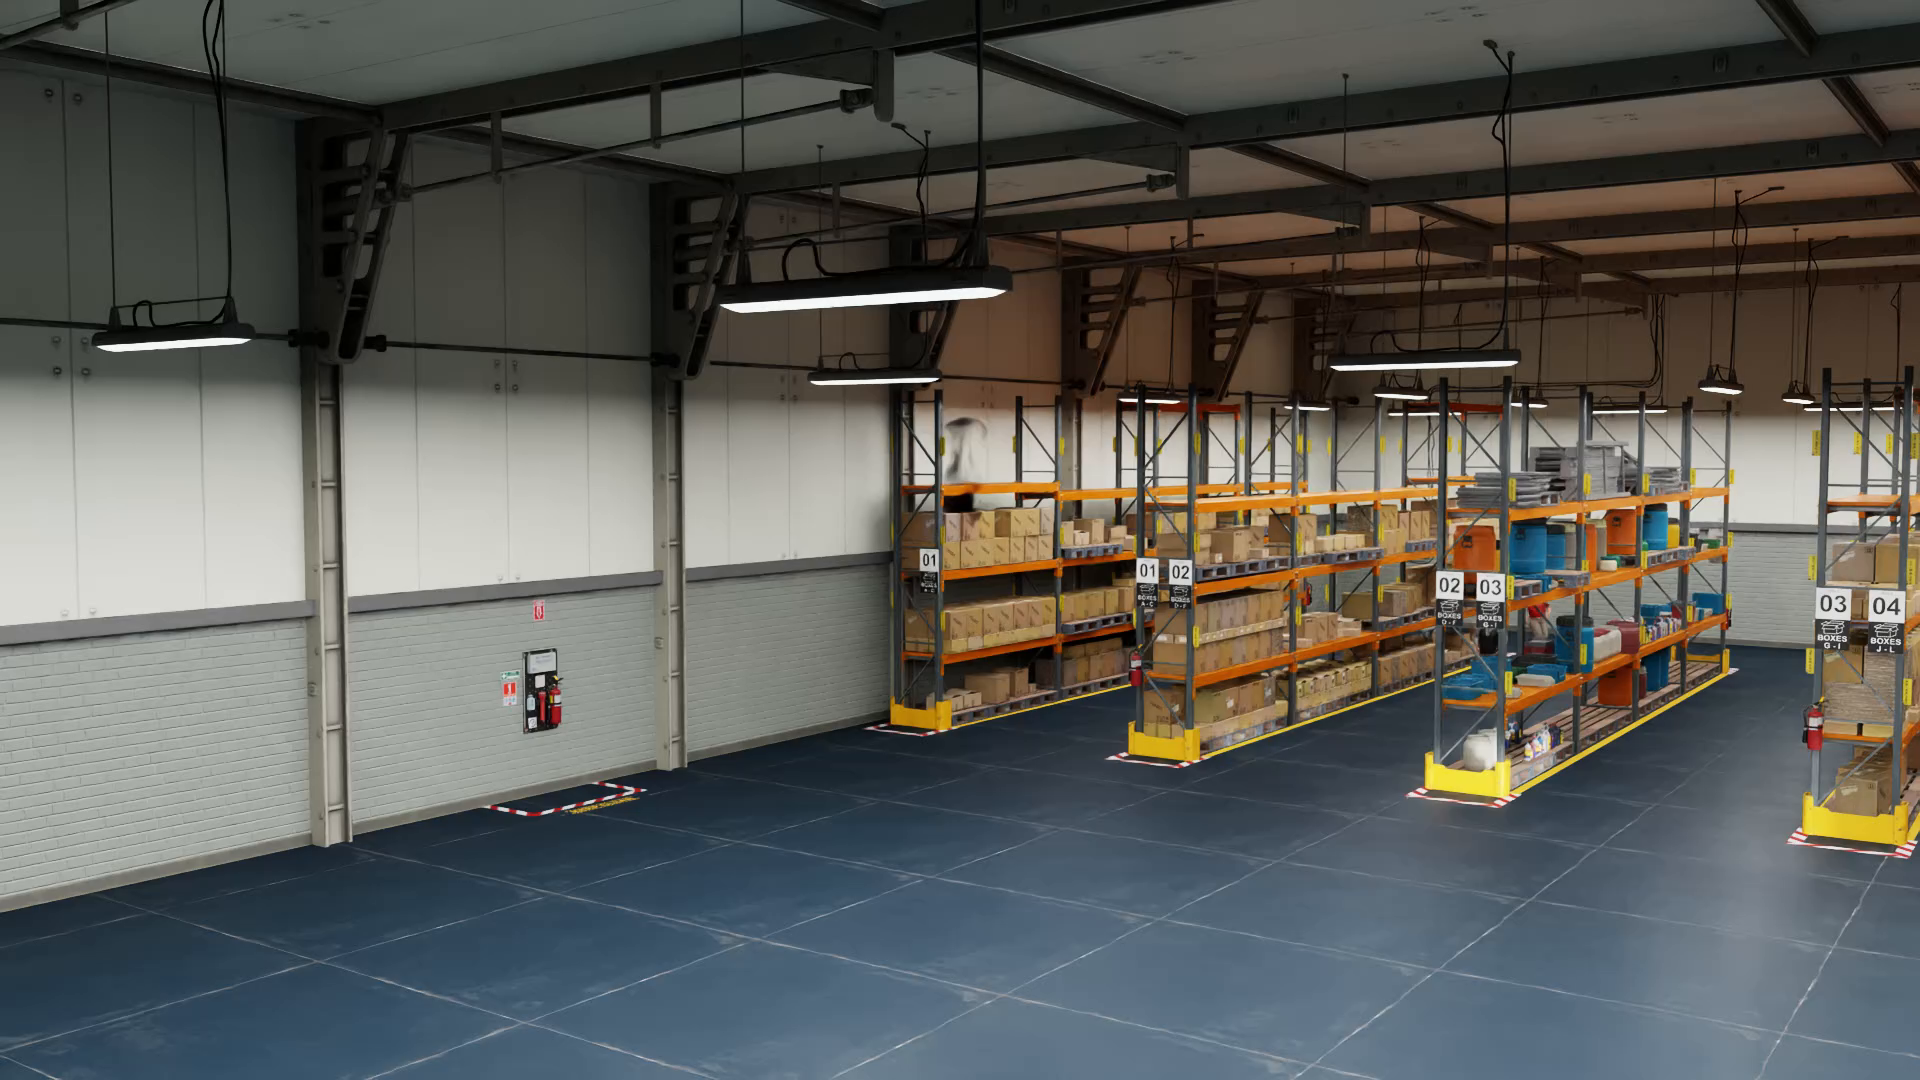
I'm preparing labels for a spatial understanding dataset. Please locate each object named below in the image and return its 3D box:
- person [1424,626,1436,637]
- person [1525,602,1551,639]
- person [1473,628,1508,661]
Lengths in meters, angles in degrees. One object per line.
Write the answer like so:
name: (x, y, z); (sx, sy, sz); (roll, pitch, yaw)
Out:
person: (12.119, 1.840, 41.945); (0.710, 1.629, 0.858); (-3, 4, -44)
person: (13.754, 1.947, 39.667); (0.760, 1.671, 0.541); (-1, 3, -13)
person: (10.643, 2.287, 33.383); (0.682, 1.702, 0.605); (2, 4, 29)
